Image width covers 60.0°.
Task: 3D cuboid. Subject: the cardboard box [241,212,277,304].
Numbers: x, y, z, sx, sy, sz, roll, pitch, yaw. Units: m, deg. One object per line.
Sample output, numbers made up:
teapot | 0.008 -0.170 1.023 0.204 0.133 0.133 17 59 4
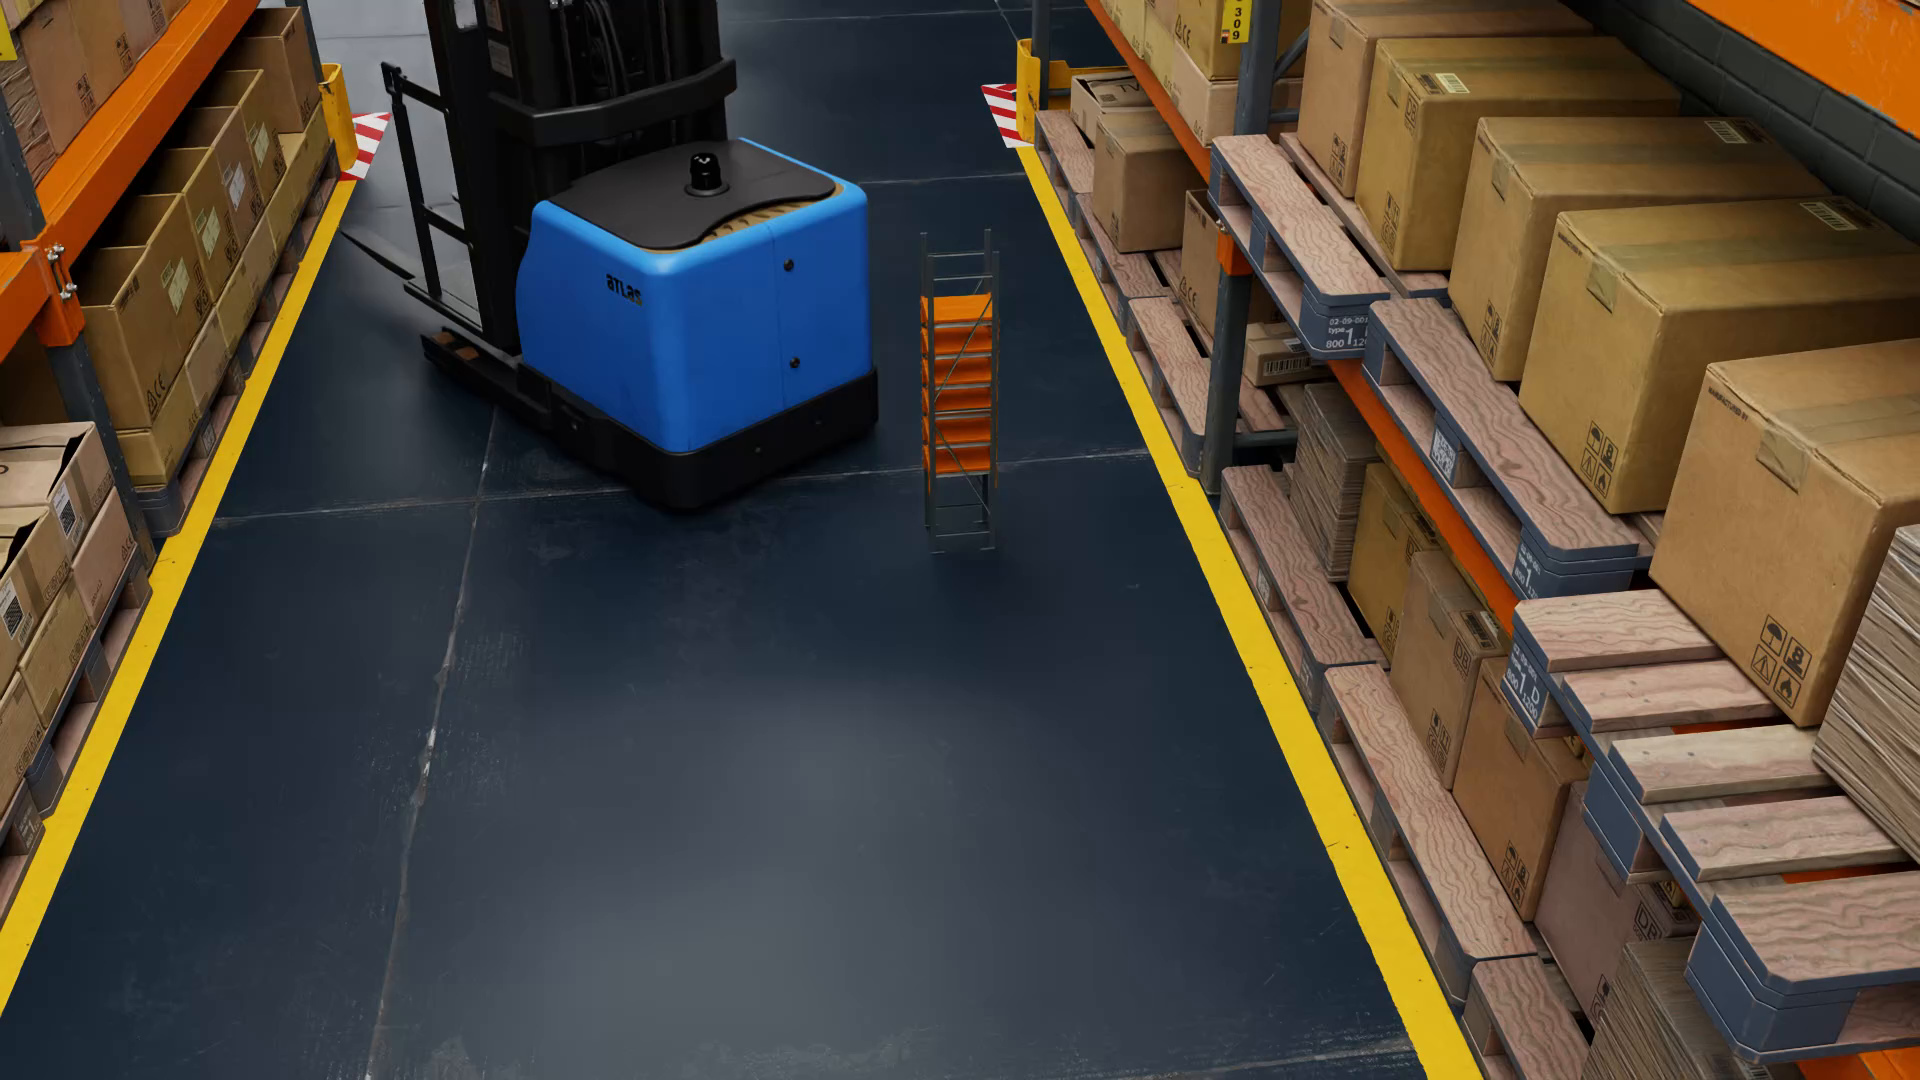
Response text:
cardboard box | -3.414 -1.257 7.500 0.500 0.250 0.500 -4 35 -6

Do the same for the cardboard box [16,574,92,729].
cardboard box | -3.046 0.354 5.136 0.500 0.250 0.500 -5 35 -7

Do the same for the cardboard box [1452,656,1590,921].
cardboard box | 1.794 0.636 4.482 0.700 0.500 0.500 -5 35 -7

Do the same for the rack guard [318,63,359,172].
rack guard | -3.996 -2.314 9.201 1.175 0.500 0.348 -4 35 -6

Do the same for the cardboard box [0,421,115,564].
cardboard box | -3.116 -0.166 5.400 0.500 0.311 0.500 -4 35 -6

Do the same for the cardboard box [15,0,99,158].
cardboard box | -3.598 -1.683 5.968 0.700 0.500 0.500 -5 35 -7

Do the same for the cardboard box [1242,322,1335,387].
cardboard box | 1.352 -0.785 6.864 0.380 0.166 0.250 -9 35 -13

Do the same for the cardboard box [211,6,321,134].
cardboard box | -3.626 -2.404 8.516 0.500 0.500 0.500 -4 35 -6

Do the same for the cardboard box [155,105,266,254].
cardboard box | -3.411 -1.567 7.289 0.500 0.500 0.500 -4 35 -6

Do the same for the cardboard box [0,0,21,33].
cardboard box | -3.333 -1.715 5.438 0.380 0.149 0.250 -4 34 -6

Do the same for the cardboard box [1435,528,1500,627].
cardboard box | 1.705 0.008 4.738 0.500 0.250 0.500 -5 35 -8

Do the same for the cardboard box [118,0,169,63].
cardboard box | -3.732 -2.249 6.798 0.700 0.500 0.500 -3 34 -5

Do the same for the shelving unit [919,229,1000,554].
shelving unit | -0.002 -0.504 5.924 0.258 1.200 0.189 -4 35 -6

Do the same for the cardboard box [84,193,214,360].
cardboard box | -3.282 -1.009 6.470 0.500 0.500 0.500 -4 35 -6

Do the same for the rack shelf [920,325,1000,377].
rack shelf | -0.002 -0.665 5.814 0.258 0.103 0.180 -4 35 -6

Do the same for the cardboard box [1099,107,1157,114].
cardboard box | 0.996 -2.070 8.621 0.500 0.311 0.500 -2 34 -2

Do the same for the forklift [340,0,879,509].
forklift | -1.722 -2.063 6.674 1.130 2.935 3.031 -29 44 -35

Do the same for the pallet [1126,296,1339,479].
pallet | 1.328 -0.698 7.087 1.003 0.211 1.213 -4 35 -6

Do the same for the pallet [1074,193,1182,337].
pallet | 1.161 -1.380 8.088 1.003 0.211 1.213 -4 35 -6

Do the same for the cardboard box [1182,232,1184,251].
cardboard box | 1.258 -1.376 7.746 0.380 0.149 0.250 -7 35 -10

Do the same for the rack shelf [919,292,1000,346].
rack shelf | -0.002 -0.765 5.746 0.258 0.103 0.180 -4 35 -6

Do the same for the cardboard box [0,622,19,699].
cardboard box | -2.975 0.403 4.566 0.500 0.311 0.500 -4 35 -7

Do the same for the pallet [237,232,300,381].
pallet | -3.688 -1.078 7.644 1.003 0.211 1.213 -4 35 -6

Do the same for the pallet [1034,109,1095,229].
pallet | 1.000 -2.060 9.085 1.003 0.211 1.213 -4 35 -6

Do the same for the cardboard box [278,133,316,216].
cardboard box | -3.549 -1.815 8.319 0.500 0.250 0.500 -4 35 -6

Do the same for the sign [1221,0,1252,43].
sign | 0.917 -1.791 5.445 0.100 0.325 0.005 -4 35 -6

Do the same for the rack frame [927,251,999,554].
rack frame | 0.010 -0.453 5.849 0.240 1.200 0.006 -4 35 -6

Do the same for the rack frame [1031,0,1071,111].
rack frame | 0.915 -3.710 9.031 1.000 3.000 0.127 -4 35 -6

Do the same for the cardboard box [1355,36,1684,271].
cardboard box | 1.556 -1.102 4.724 0.700 0.500 0.500 -1 34 -1

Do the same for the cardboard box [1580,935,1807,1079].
cardboard box | 1.843 1.207 3.644 0.700 0.500 0.500 -4 34 -6

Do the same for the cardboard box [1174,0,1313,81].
cardboard box | 1.083 -1.975 5.934 0.500 0.500 0.500 -4 35 -6

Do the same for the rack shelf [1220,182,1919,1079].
rack shelf | 1.722 -0.065 4.320 1.077 0.370 4.000 -4 35 -6

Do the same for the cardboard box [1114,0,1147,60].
cardboard box | 0.948 -2.224 6.965 0.500 0.250 0.500 -5 35 -7

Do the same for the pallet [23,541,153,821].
pallet | -3.317 0.460 5.388 1.003 0.211 1.213 -4 35 -6

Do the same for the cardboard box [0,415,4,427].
cardboard box | -3.734 -0.380 6.213 0.500 0.250 0.500 -4 35 -6

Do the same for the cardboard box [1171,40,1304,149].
cardboard box | 1.089 -1.666 6.146 0.500 0.250 0.500 -4 35 -6

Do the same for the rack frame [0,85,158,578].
rack frame | -3.455 -1.101 5.202 1.000 3.000 0.127 -4 35 -6

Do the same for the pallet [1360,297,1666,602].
pallet | 1.684 -0.268 4.151 1.003 0.211 1.213 -4 35 -6

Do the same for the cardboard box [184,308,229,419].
cardboard box | -3.279 -0.699 6.681 0.500 0.250 0.500 -4 35 -6

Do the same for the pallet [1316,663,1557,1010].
pallet | 1.727 0.791 4.902 1.003 0.211 1.213 -4 35 -6

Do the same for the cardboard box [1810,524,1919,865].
cardboard box | 1.918 0.269 2.712 0.700 0.500 0.500 -8 35 -12

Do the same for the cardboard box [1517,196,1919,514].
cardboard box | 1.729 -0.424 3.730 0.700 0.500 0.500 -4 35 -6

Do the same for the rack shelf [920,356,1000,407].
rack shelf | -0.002 -0.566 5.881 0.258 0.103 0.180 -4 35 -6

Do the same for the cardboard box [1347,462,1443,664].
cardboard box | 1.688 0.067 5.317 0.700 0.500 0.500 -5 35 -7

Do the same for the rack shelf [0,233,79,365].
rack shelf | -3.186 0.312 3.767 1.077 0.370 4.000 -4 35 -6

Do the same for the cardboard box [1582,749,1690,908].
cardboard box | 1.828 0.575 3.906 0.500 0.250 0.500 -4 34 -5
